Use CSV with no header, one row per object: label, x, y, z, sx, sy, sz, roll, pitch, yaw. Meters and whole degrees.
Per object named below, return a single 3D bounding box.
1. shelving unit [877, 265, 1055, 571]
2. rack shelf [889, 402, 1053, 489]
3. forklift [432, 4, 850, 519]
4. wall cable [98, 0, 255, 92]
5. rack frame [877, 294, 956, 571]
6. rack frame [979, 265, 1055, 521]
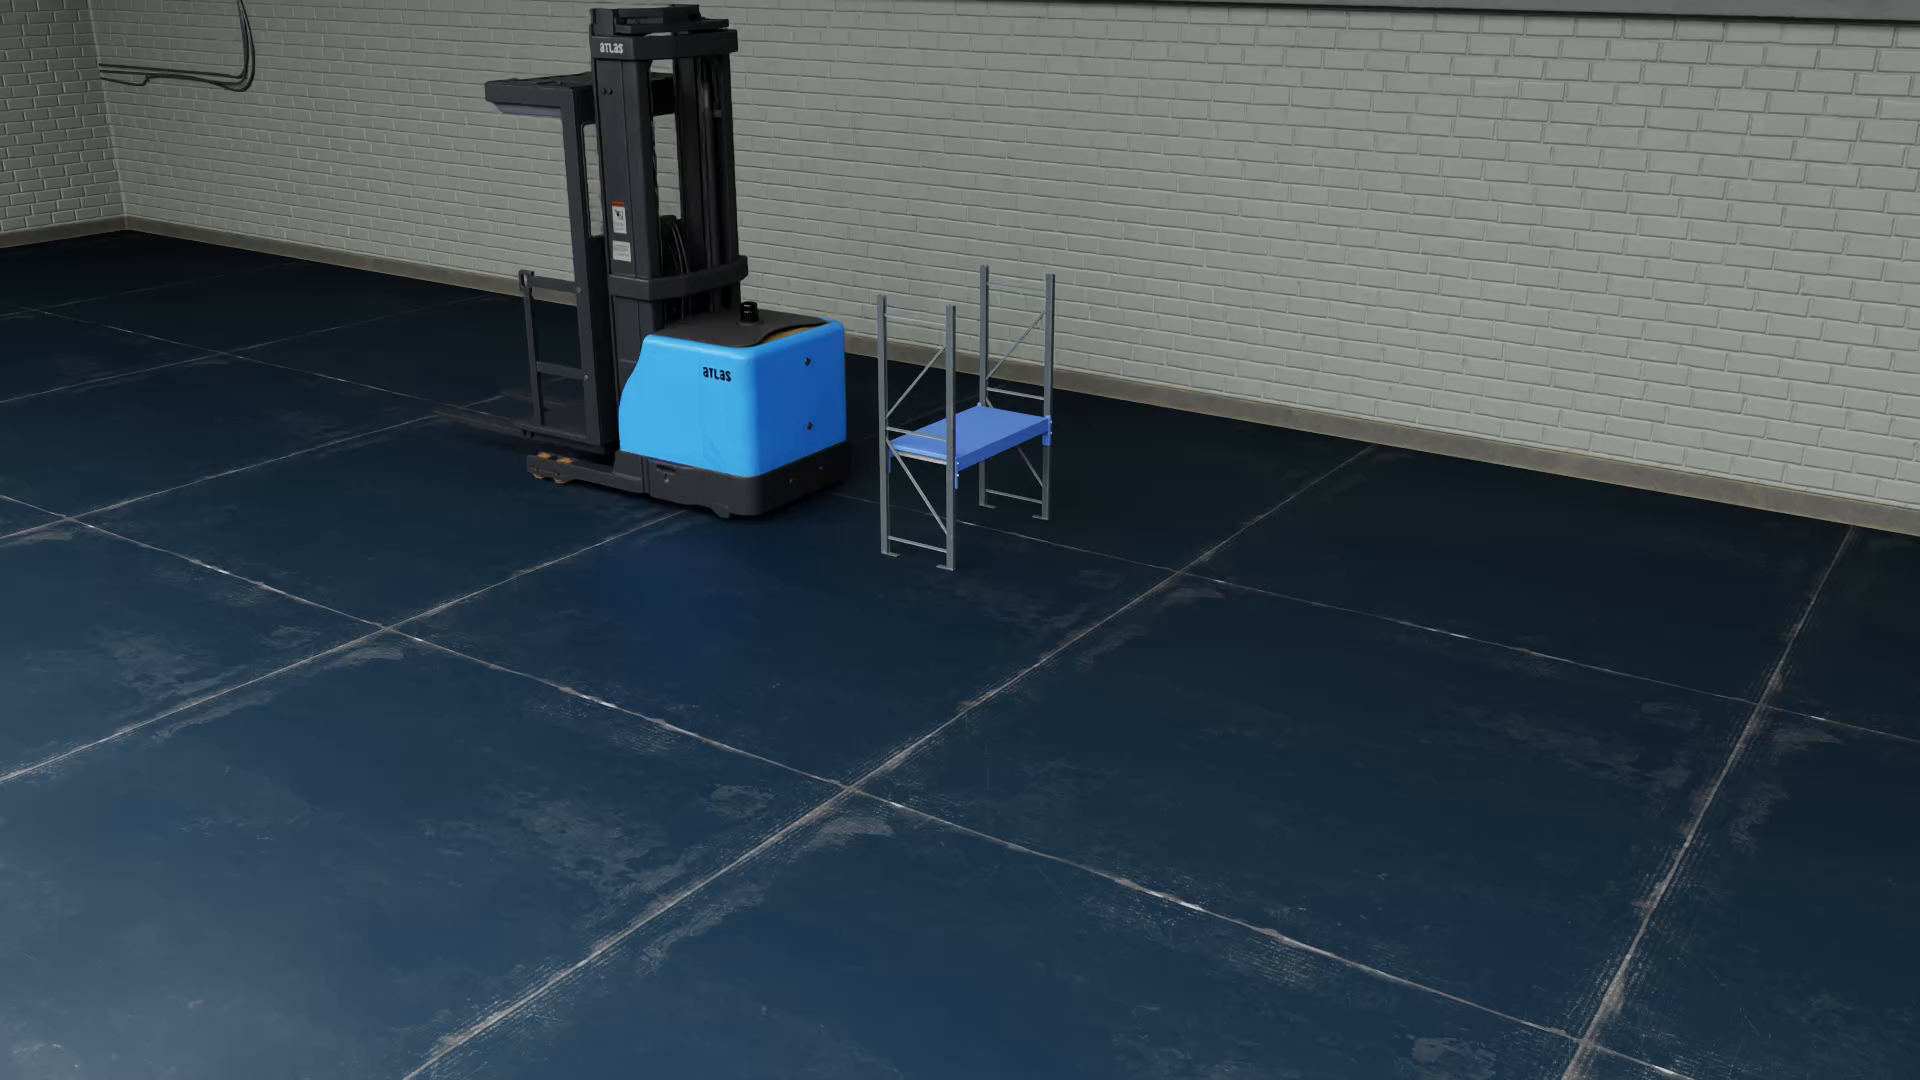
shelving unit,0.048,-0.728,9.571,0.538,1.500,1.048,13,24,32
rack shelf,0.048,-0.559,9.633,0.538,0.185,1.000,13,24,32
forklift,-2.220,-1.875,10.609,3.031,2.935,1.130,13,24,31
wall cable,-8.696,-6.160,17.924,3.097,2.526,0.112,13,24,32
rack frame,-0.238,-0.582,9.177,0.500,1.500,0.032,13,24,32
rack frame,0.334,-0.874,9.965,0.500,1.500,0.032,13,24,32
